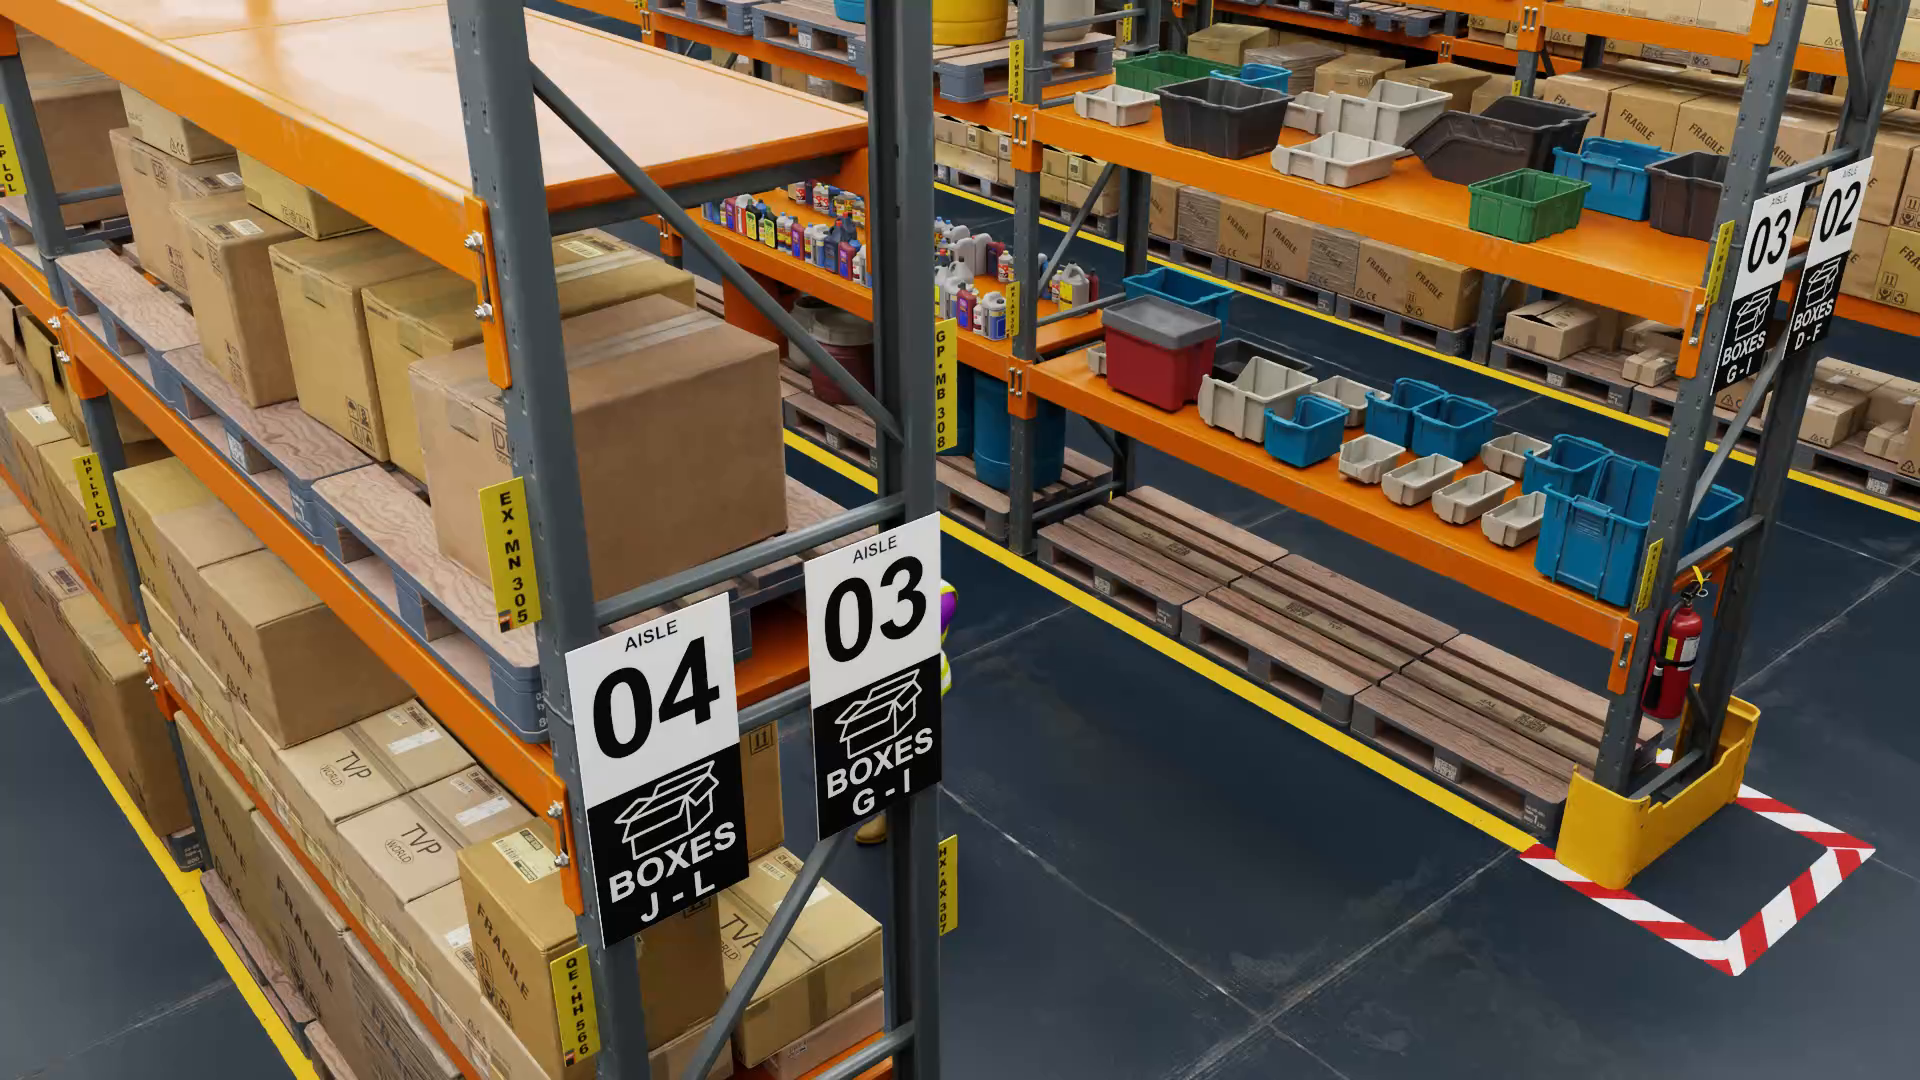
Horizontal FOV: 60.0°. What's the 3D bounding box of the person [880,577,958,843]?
[{"bbox_3d":[-0.323,0.671,7.446,0.560,1.702,0.473,-22,35,-35],"label":"person"}]
